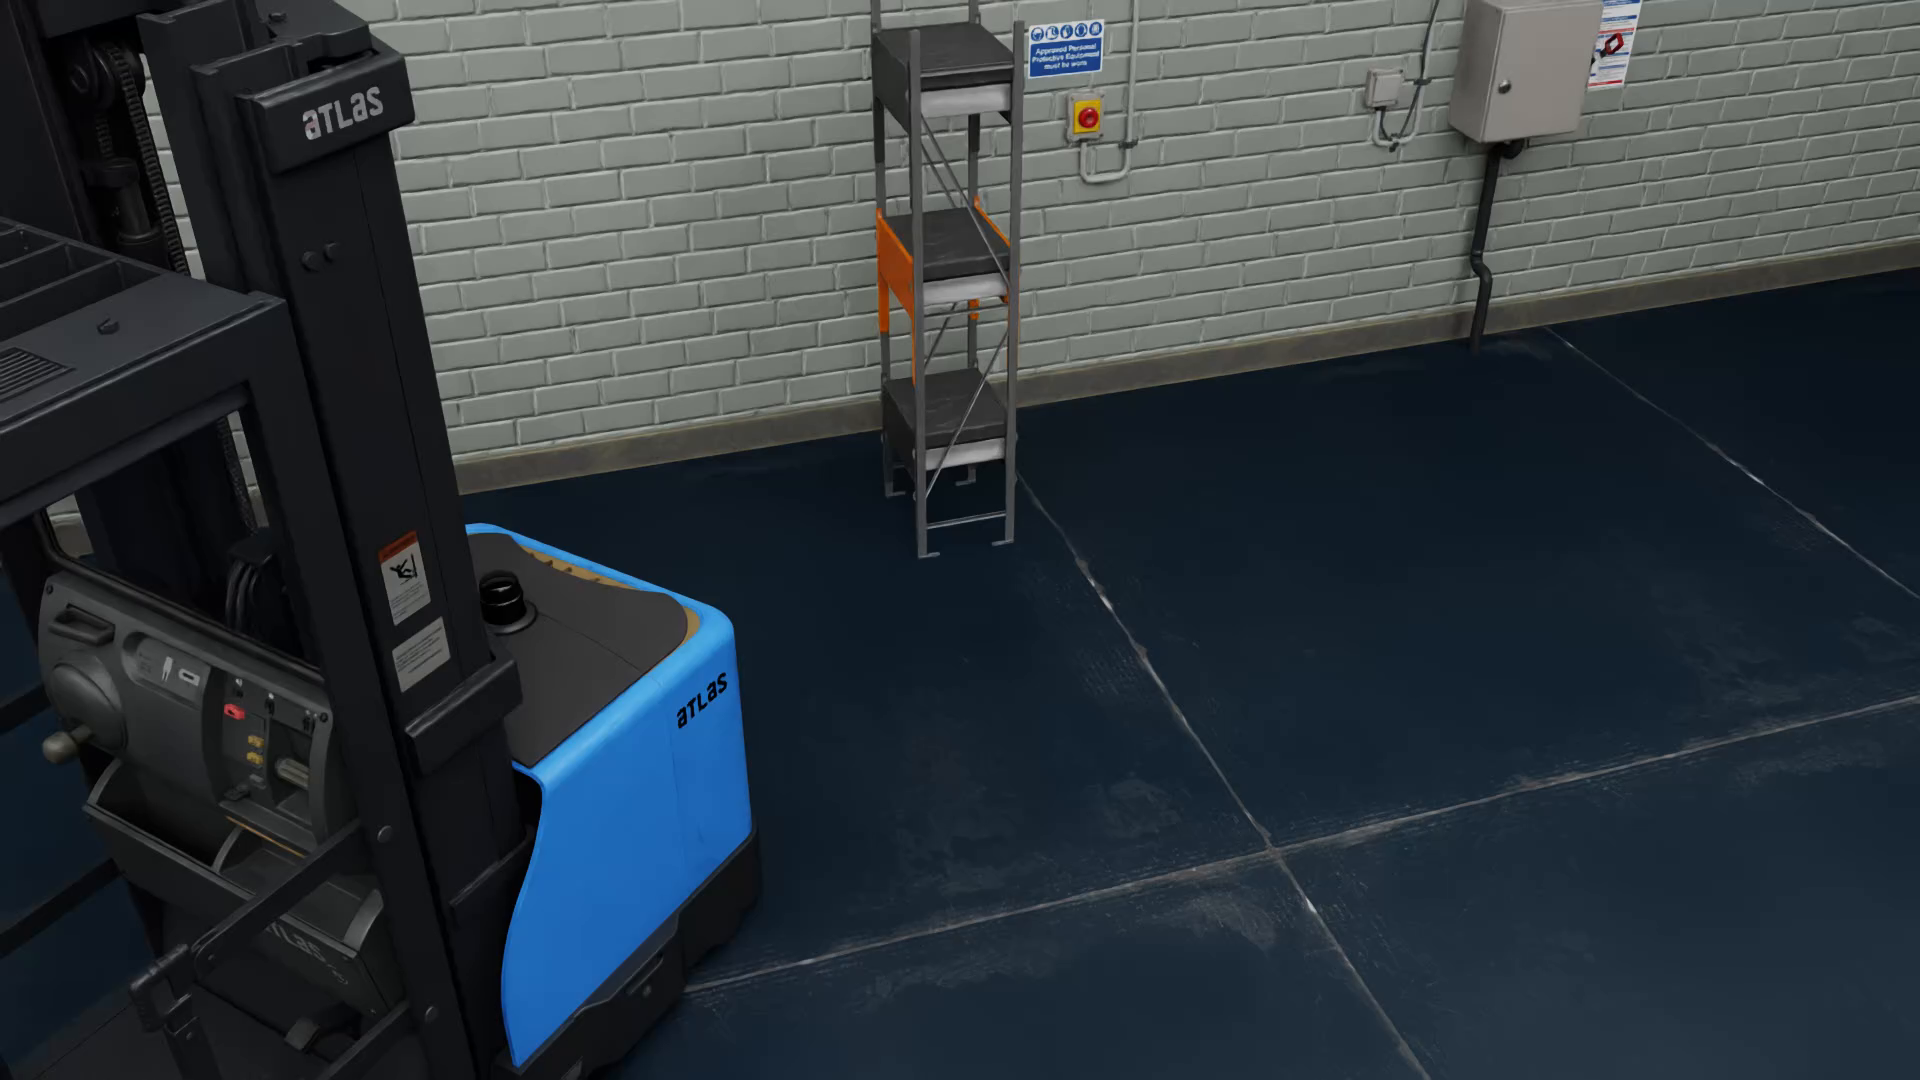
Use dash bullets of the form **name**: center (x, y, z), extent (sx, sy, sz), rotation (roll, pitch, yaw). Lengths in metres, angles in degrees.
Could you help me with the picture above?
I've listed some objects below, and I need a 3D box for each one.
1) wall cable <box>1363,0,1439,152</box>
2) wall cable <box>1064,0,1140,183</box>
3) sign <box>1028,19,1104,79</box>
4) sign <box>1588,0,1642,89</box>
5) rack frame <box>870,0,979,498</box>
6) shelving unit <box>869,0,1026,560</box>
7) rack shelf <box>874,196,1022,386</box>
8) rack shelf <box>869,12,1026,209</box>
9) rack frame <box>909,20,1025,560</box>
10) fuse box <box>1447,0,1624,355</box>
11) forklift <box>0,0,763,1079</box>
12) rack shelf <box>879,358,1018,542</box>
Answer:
- **wall cable**: center (1.848, -2.552, 6.969), extent (0.588, 1.984, 0.122), rotation (-10, 35, -15)
- **wall cable**: center (0.501, -2.320, 6.591), extent (0.585, 1.953, 0.123), rotation (-10, 35, -15)
- **sign**: center (0.436, -2.020, 6.841), extent (0.327, 0.218, 0.001), rotation (-10, 35, -15)
- **sign**: center (2.953, -2.312, 7.614), extent (0.329, 0.494, 0.001), rotation (-10, 35, -15)
- **rack frame**: center (-0.125, -1.091, 6.497), extent (0.400, 2.100, 0.015), rotation (-10, 35, -15)
- **shelving unit**: center (-0.050, -0.963, 6.303), extent (0.431, 2.100, 0.503), rotation (-10, 35, -15)
- **rack shelf**: center (-0.050, -0.952, 6.310), extent (0.431, 0.518, 0.480), rotation (-10, 35, -15)
- **rack shelf**: center (-0.050, -1.536, 5.924), extent (0.431, 0.518, 0.480), rotation (-10, 35, -15)
- **rack frame**: center (0.024, -0.835, 6.109), extent (0.400, 2.100, 0.015), rotation (-10, 35, -15)
- **fuse box**: center (2.546, -1.622, 7.653), extent (0.539, 1.711, 0.414), rotation (-10, 35, -15)
- **forklift**: center (-1.782, 0.435, 3.433), extent (1.130, 2.935, 3.031), rotation (18, 38, 25)
- **rack shelf**: center (-0.050, -0.368, 6.696), extent (0.431, 0.518, 0.480), rotation (-10, 35, -15)
